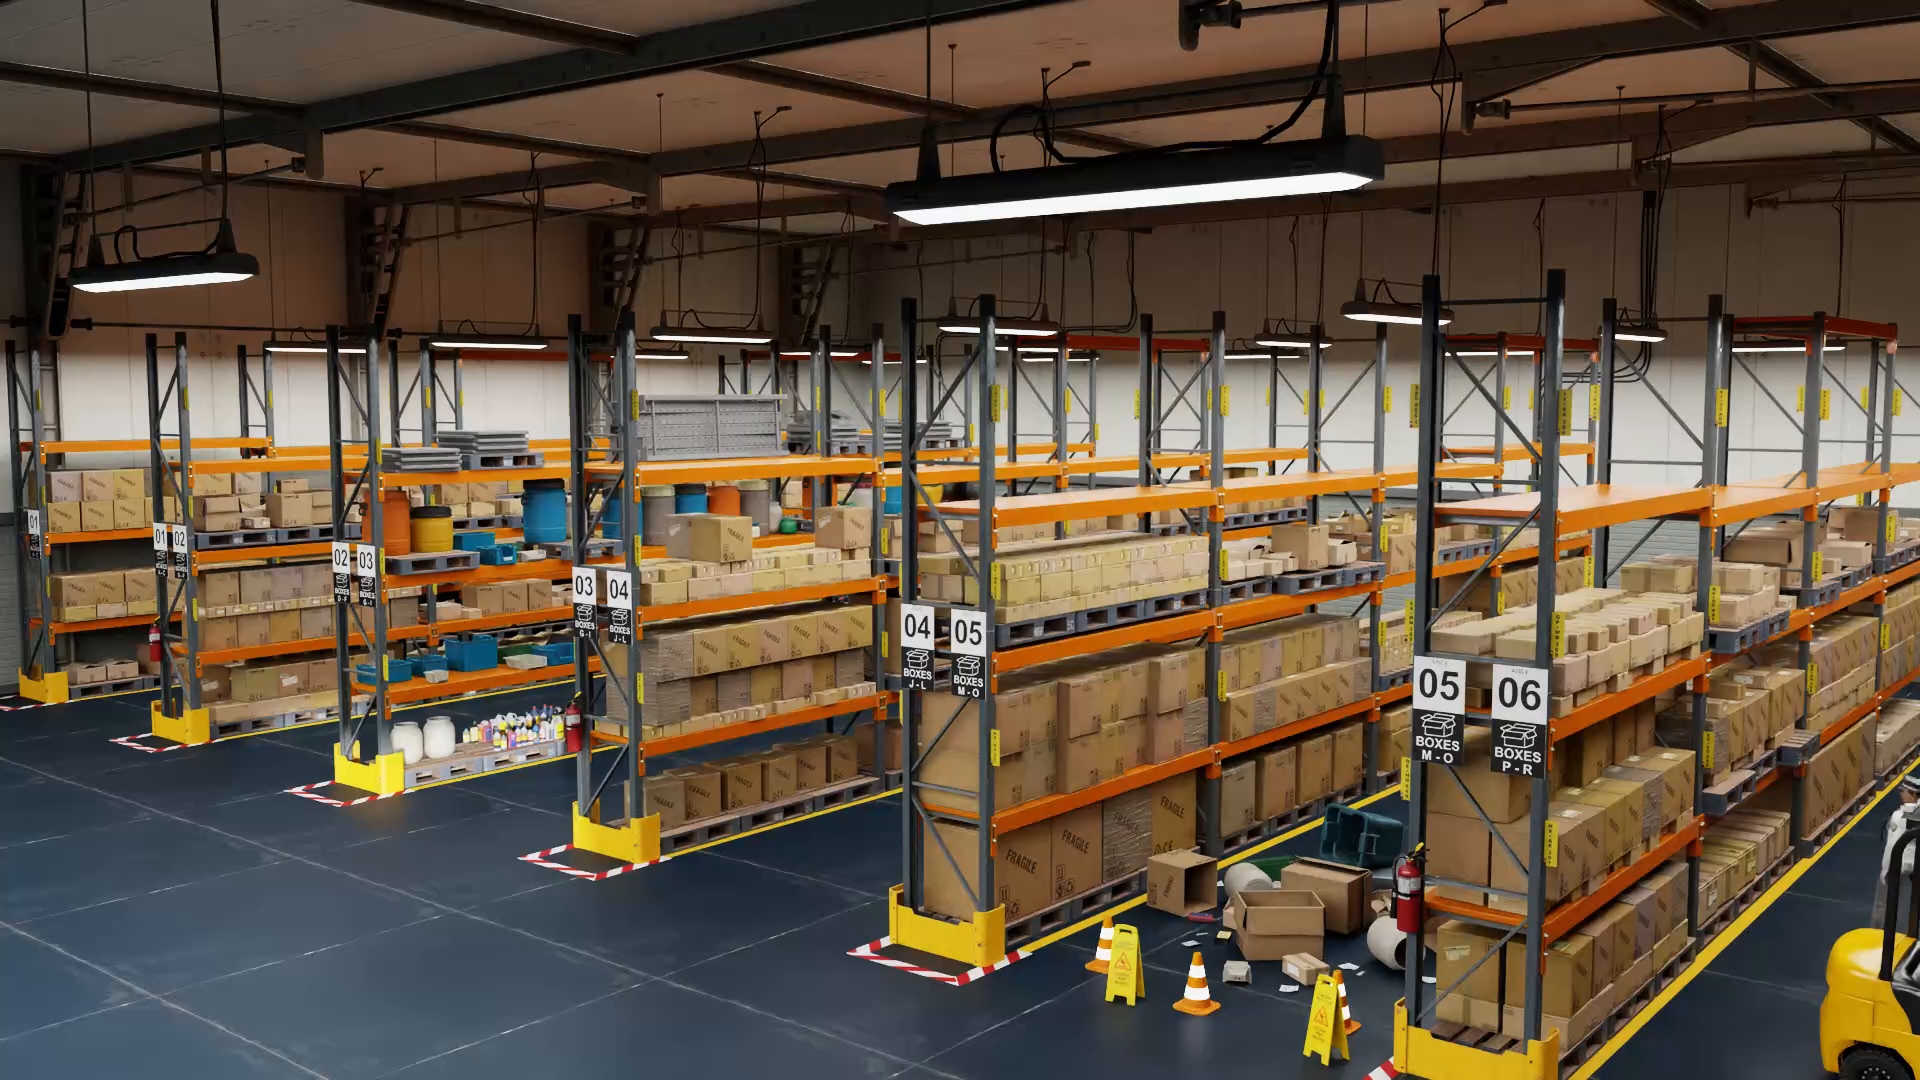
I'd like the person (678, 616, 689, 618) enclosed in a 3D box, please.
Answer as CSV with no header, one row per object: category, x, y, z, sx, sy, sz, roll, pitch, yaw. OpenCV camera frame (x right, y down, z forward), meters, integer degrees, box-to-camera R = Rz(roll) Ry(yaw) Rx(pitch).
person,-4.920,1.644,29.655,0.503,1.698,0.596,3,6,30

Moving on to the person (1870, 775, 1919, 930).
person,8.673,2.970,15.198,0.571,1.650,0.892,0,5,-4
